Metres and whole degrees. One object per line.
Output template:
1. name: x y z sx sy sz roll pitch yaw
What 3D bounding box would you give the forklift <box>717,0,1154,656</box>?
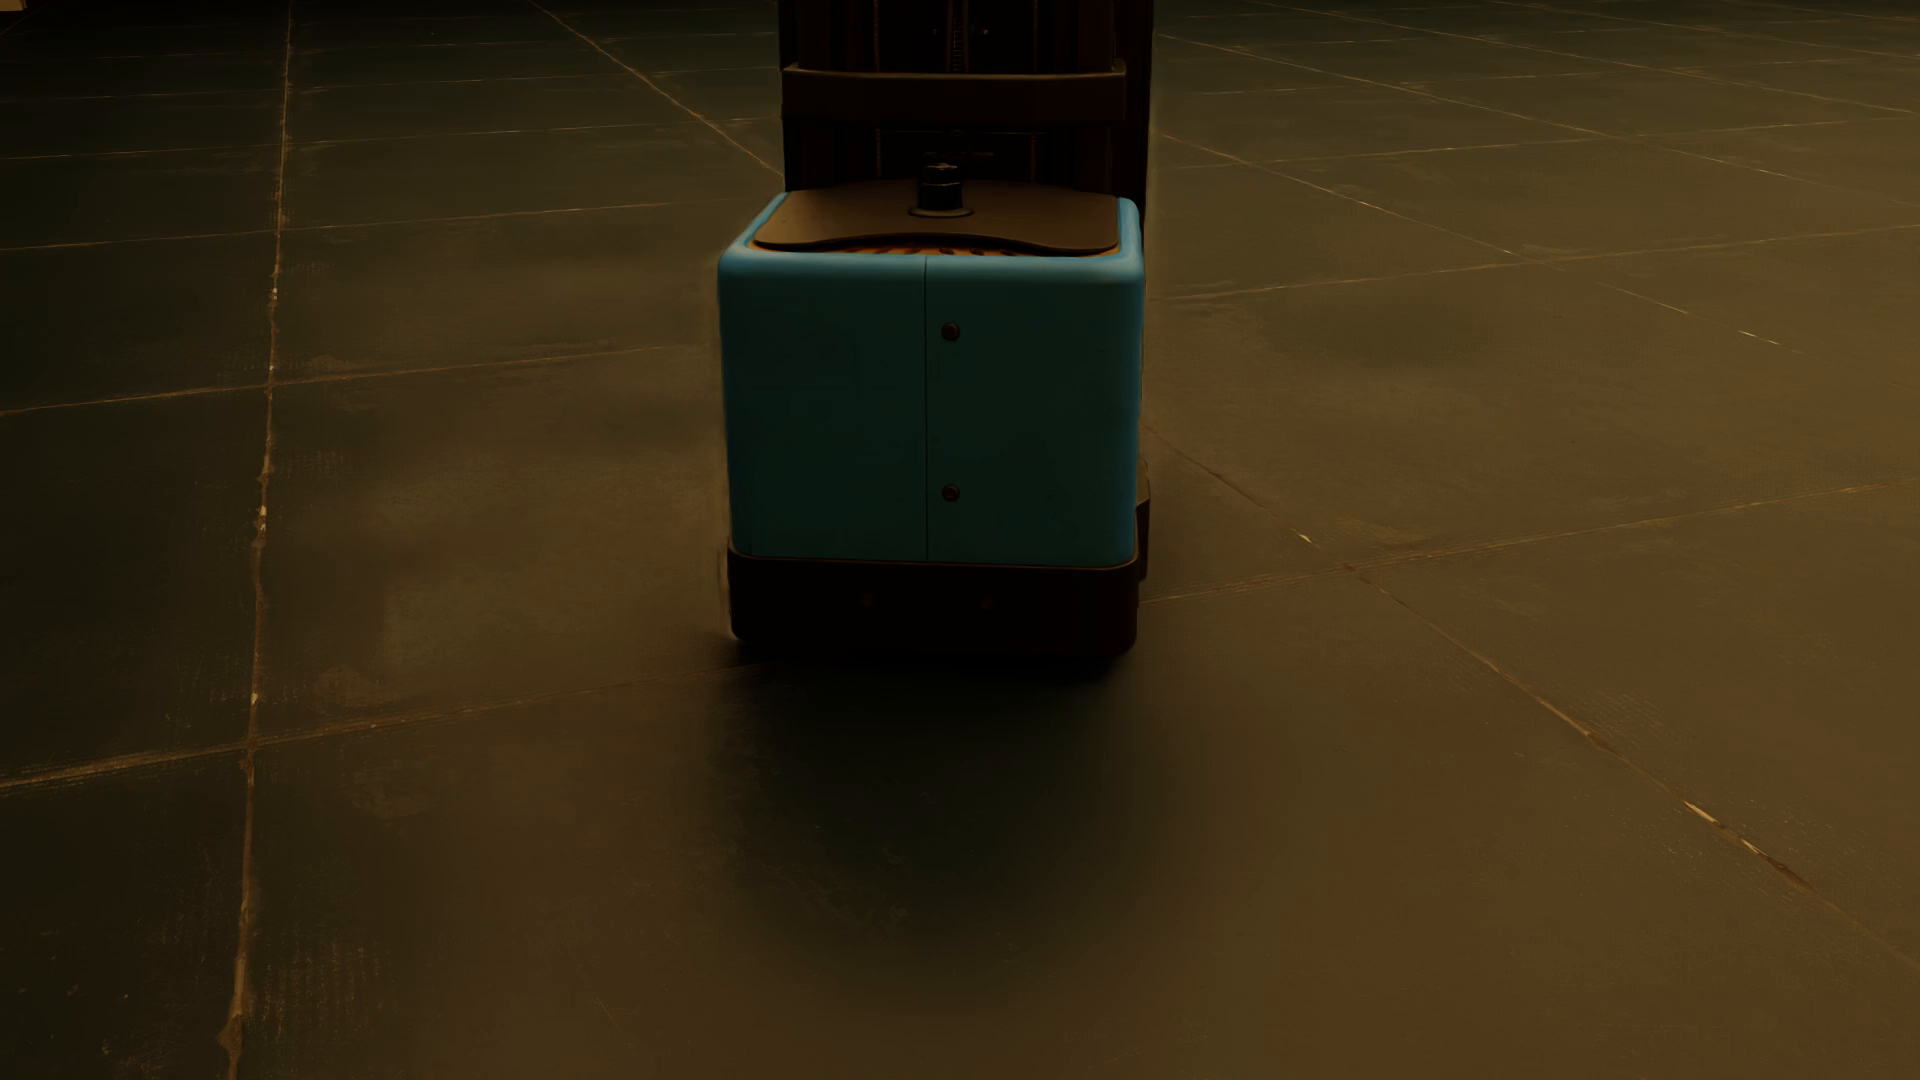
1. forklift: 0.036 -1.589 5.077 1.130 2.935 3.031 2 23 4
